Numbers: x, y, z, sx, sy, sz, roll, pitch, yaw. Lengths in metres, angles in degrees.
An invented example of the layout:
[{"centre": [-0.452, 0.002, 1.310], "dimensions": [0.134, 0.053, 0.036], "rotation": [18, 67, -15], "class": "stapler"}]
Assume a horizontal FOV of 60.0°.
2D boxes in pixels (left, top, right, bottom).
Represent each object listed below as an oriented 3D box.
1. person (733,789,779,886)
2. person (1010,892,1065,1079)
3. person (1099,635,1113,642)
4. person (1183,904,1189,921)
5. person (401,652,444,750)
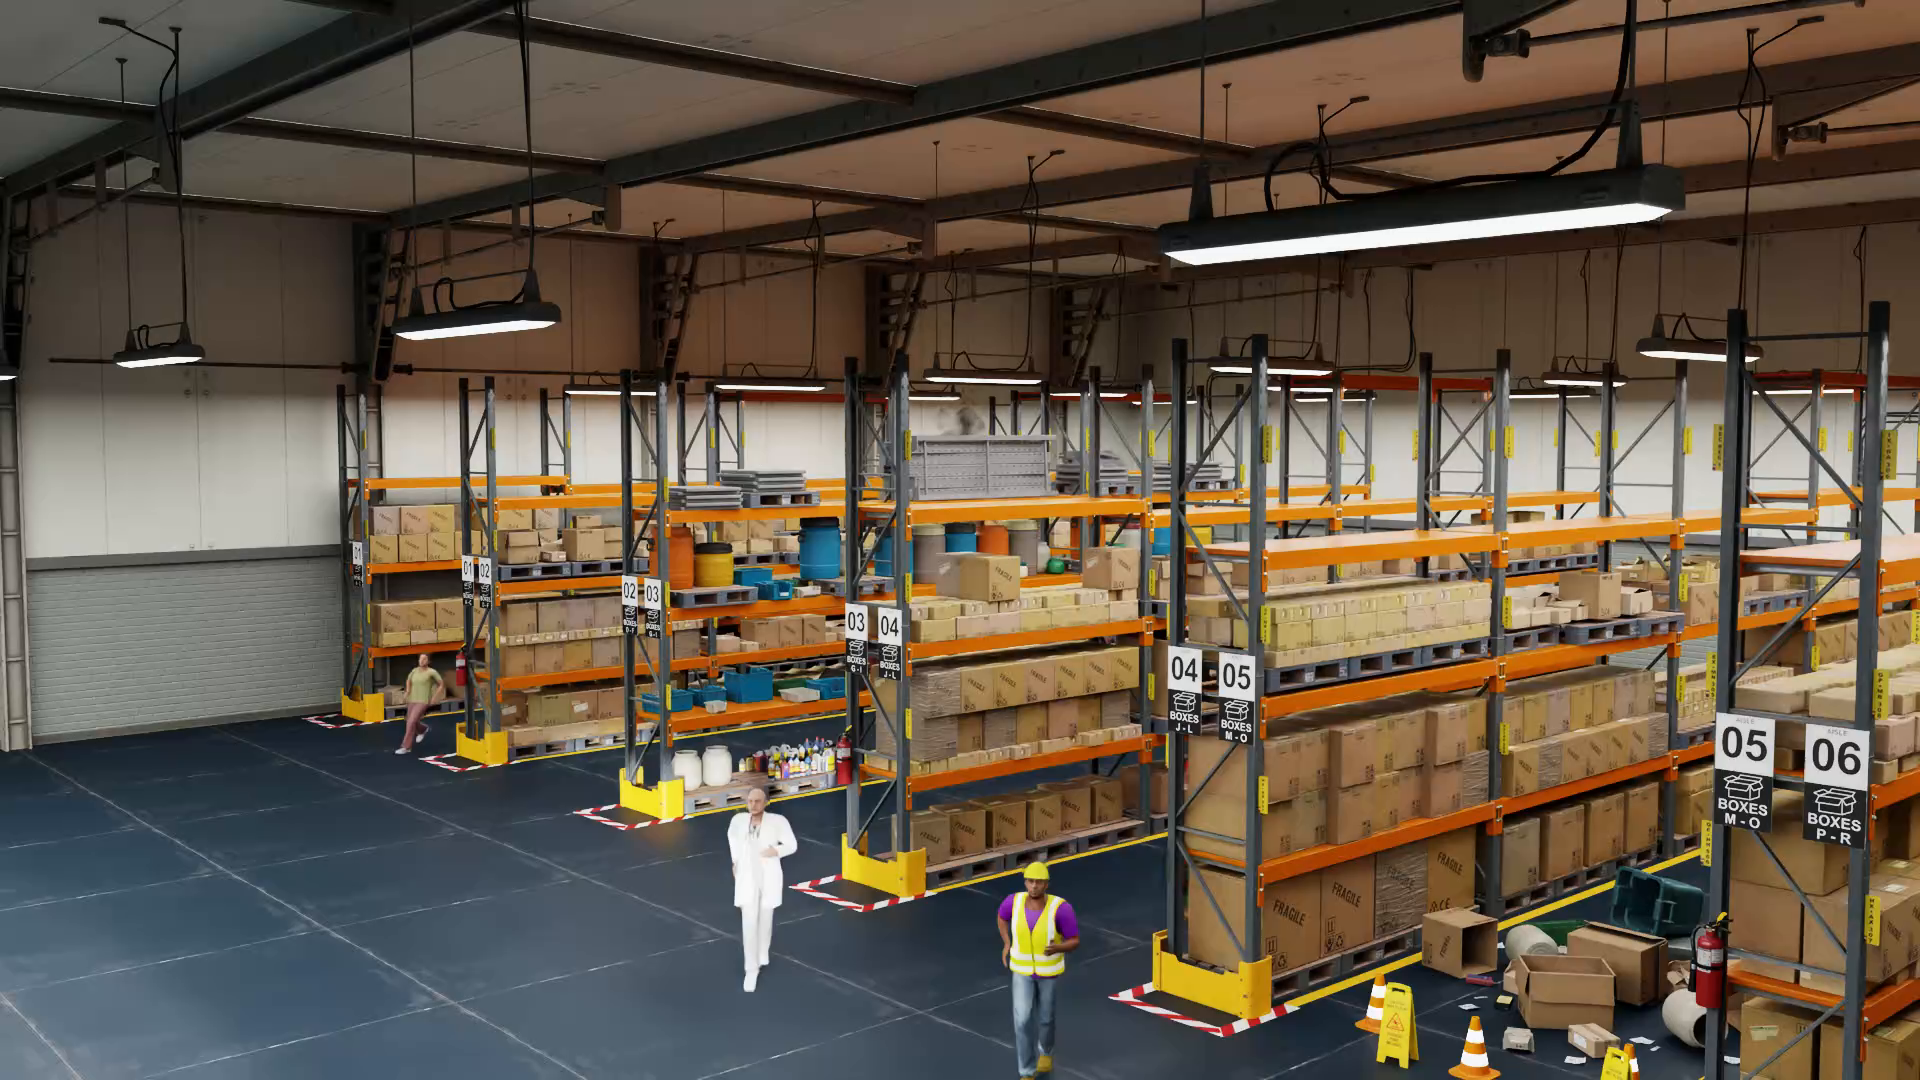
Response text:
[{"centre": [-1.868, 2.788, 15.604], "dimensions": [0.644, 0.907, 0.659], "rotation": [0, 4, -3], "class": "person"}, {"centre": [0.610, 3.557, 13.106], "dimensions": [0.434, 1.546, 0.724], "rotation": [1, 4, 9], "class": "person"}, {"centre": [2.811, 2.315, 32.567], "dimensions": [0.584, 1.426, 0.559], "rotation": [3, 5, 37], "class": "person"}, {"centre": [2.371, 3.435, 17.401], "dimensions": [0.731, 1.127, 0.505], "rotation": [-4, 5, -45], "class": "person"}, {"centre": [-8.634, 2.570, 26.746], "dimensions": [0.634, 1.543, 0.656], "rotation": [1, 4, 16], "class": "person"}]
